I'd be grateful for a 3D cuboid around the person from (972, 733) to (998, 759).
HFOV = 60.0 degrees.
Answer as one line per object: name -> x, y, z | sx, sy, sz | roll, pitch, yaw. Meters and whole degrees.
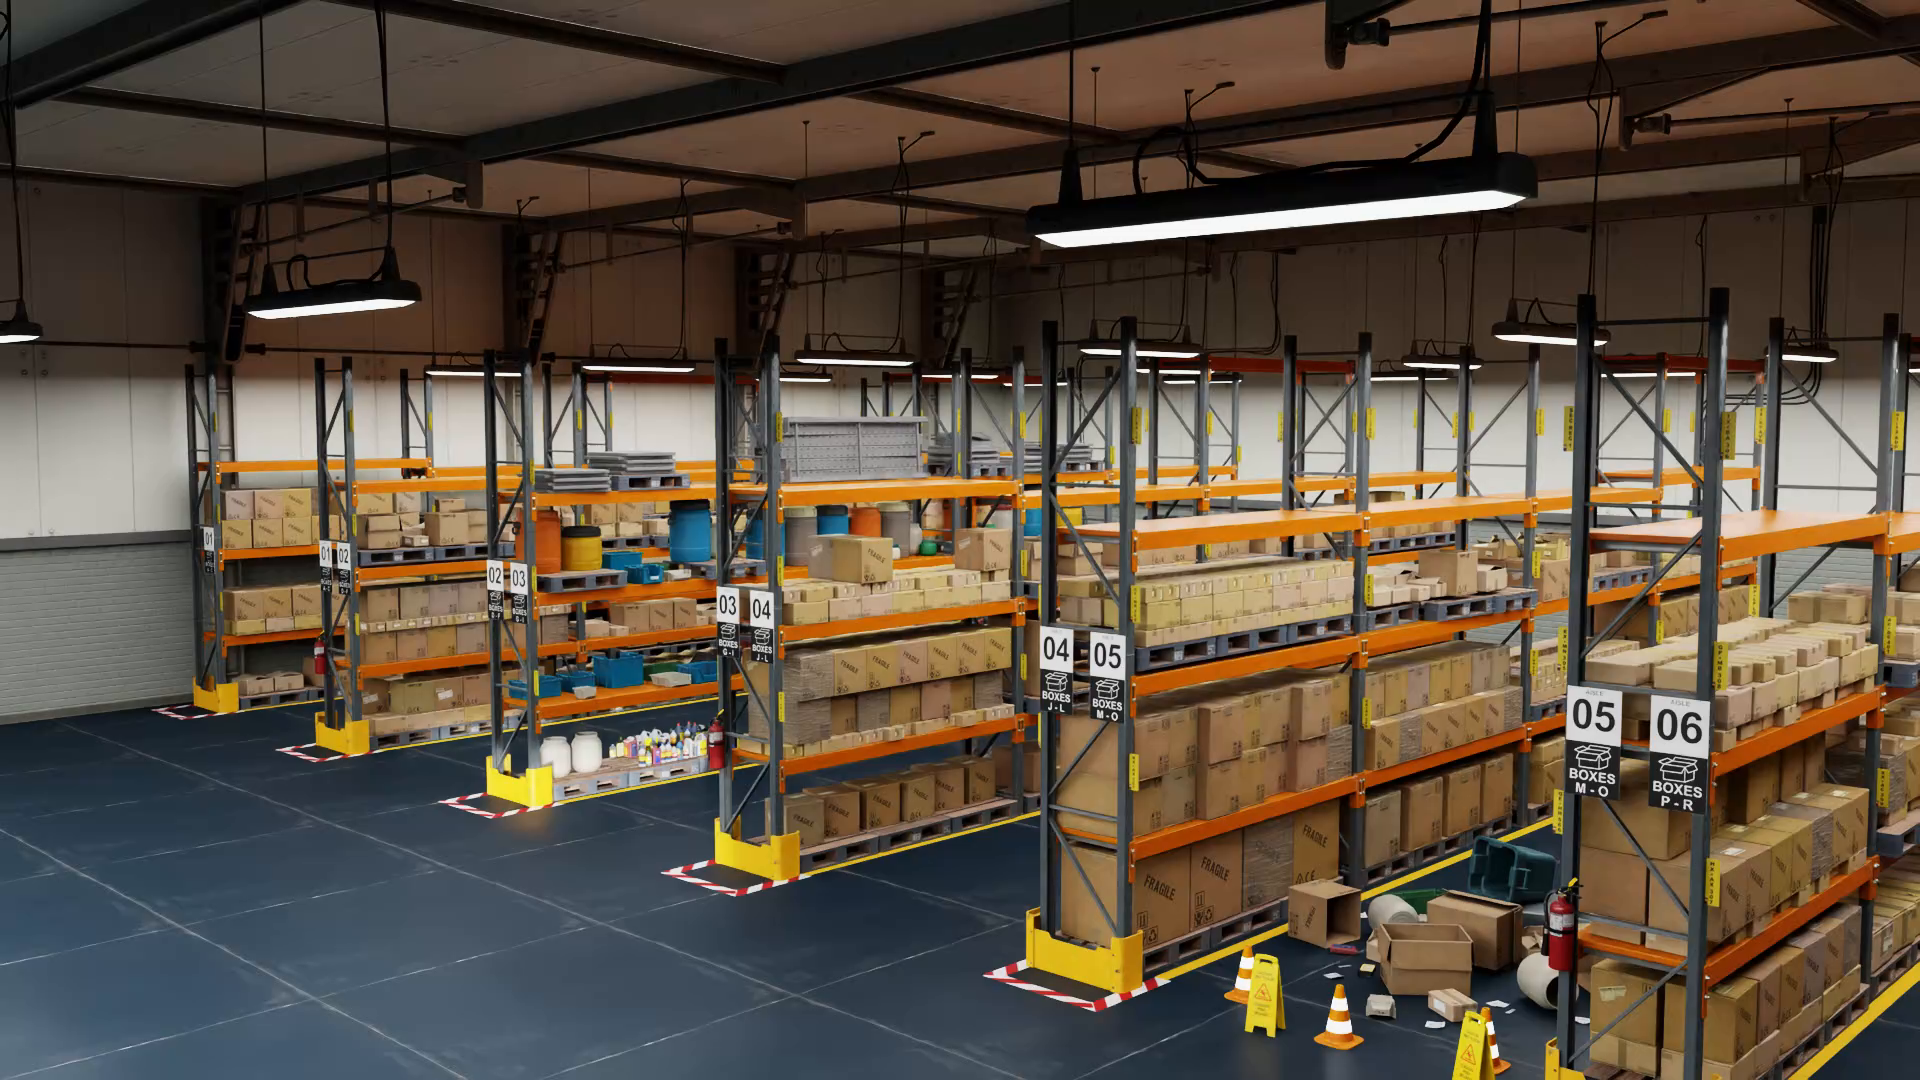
person -> 0.316, 2.417, 24.655 | 0.519, 1.837, 0.633 | -2, 5, -25
